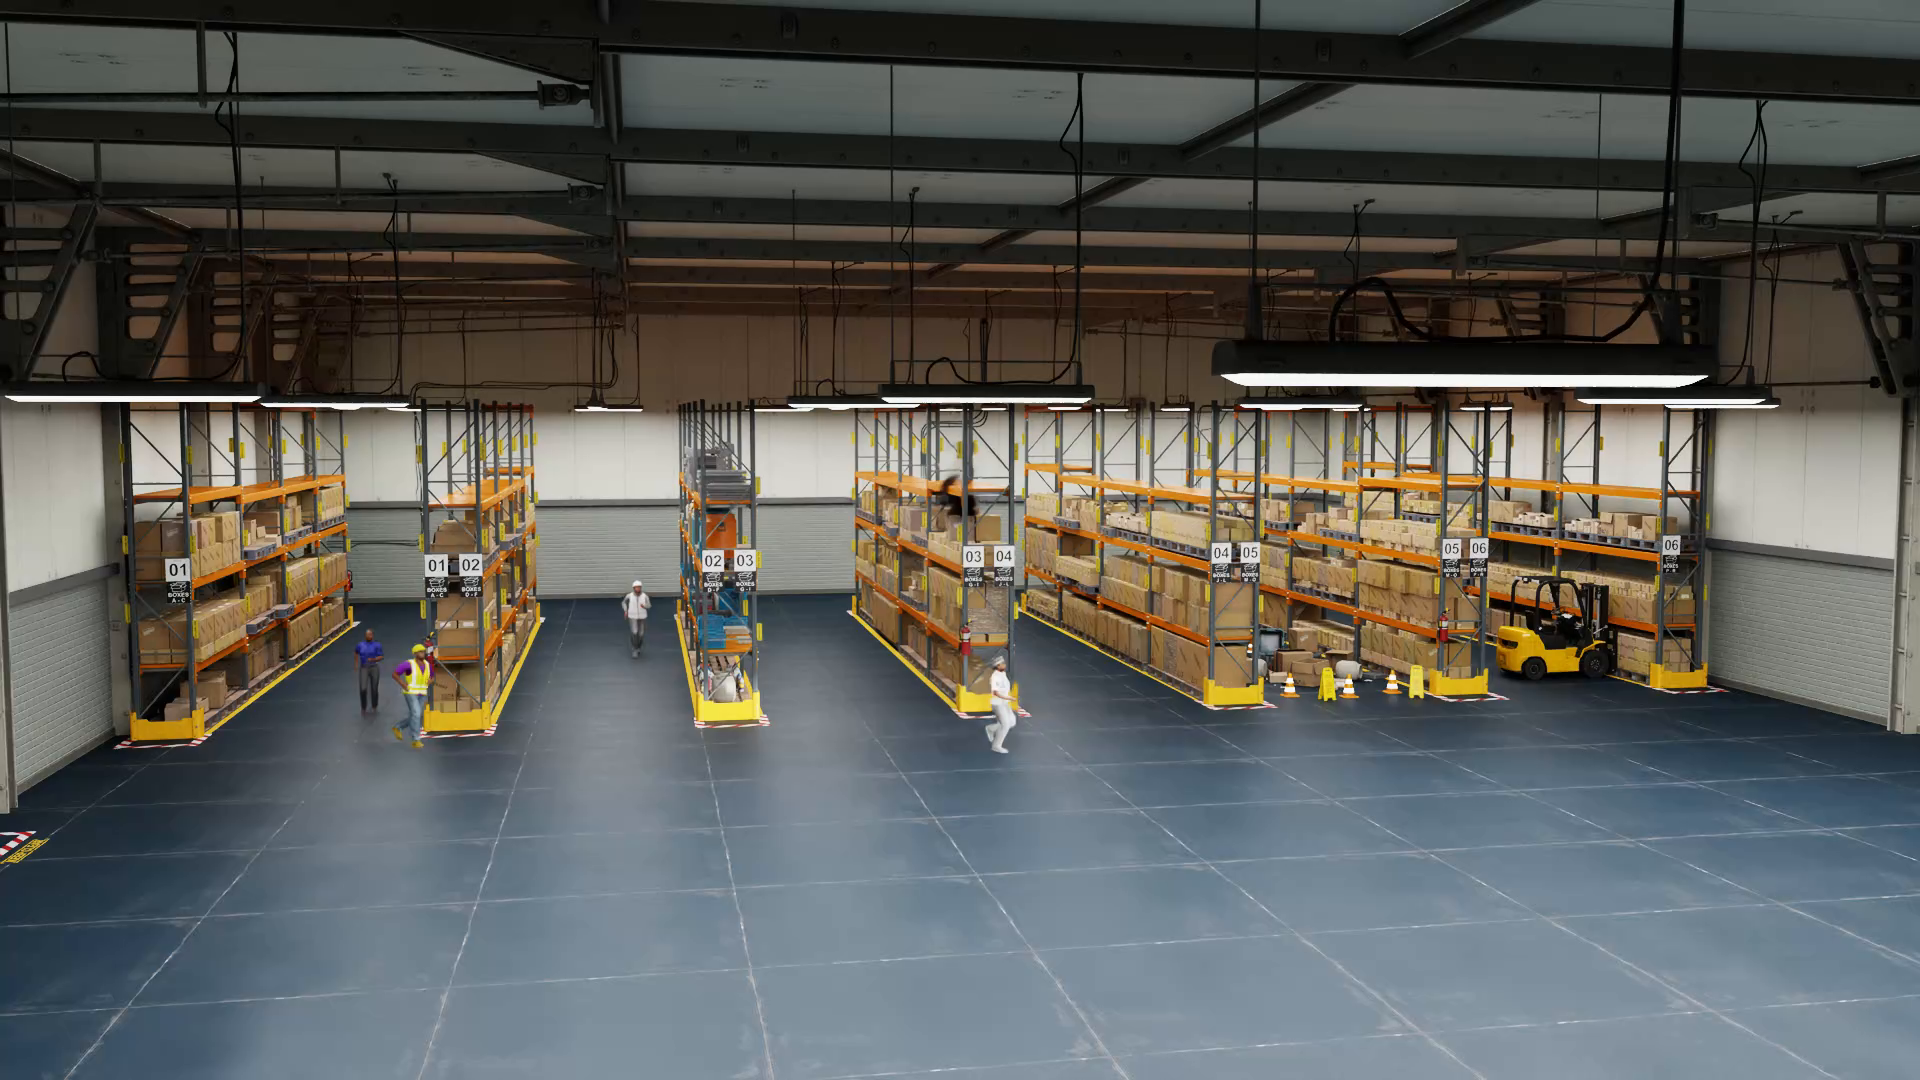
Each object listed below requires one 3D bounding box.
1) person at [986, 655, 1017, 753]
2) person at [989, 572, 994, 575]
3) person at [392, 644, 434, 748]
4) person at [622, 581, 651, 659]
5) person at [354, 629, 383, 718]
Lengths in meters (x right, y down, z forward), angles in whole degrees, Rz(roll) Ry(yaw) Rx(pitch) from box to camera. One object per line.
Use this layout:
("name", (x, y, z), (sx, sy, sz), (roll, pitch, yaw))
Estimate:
("person", (0.718, 2.777, 28.234), (0.550, 1.658, 0.596), (1, 4, 14))
("person", (0.918, 1.198, 48.602), (0.718, 1.739, 0.564), (3, 5, 31))
("person", (-9.470, 2.687, 28.932), (0.885, 1.754, 0.734), (3, 5, 35))
("person", (-7.624, 1.875, 39.309), (0.625, 1.833, 0.761), (-2, 5, -22))
("person", (-11.208, 2.526, 31.522), (0.542, 1.693, 0.716), (-1, 4, -16))
